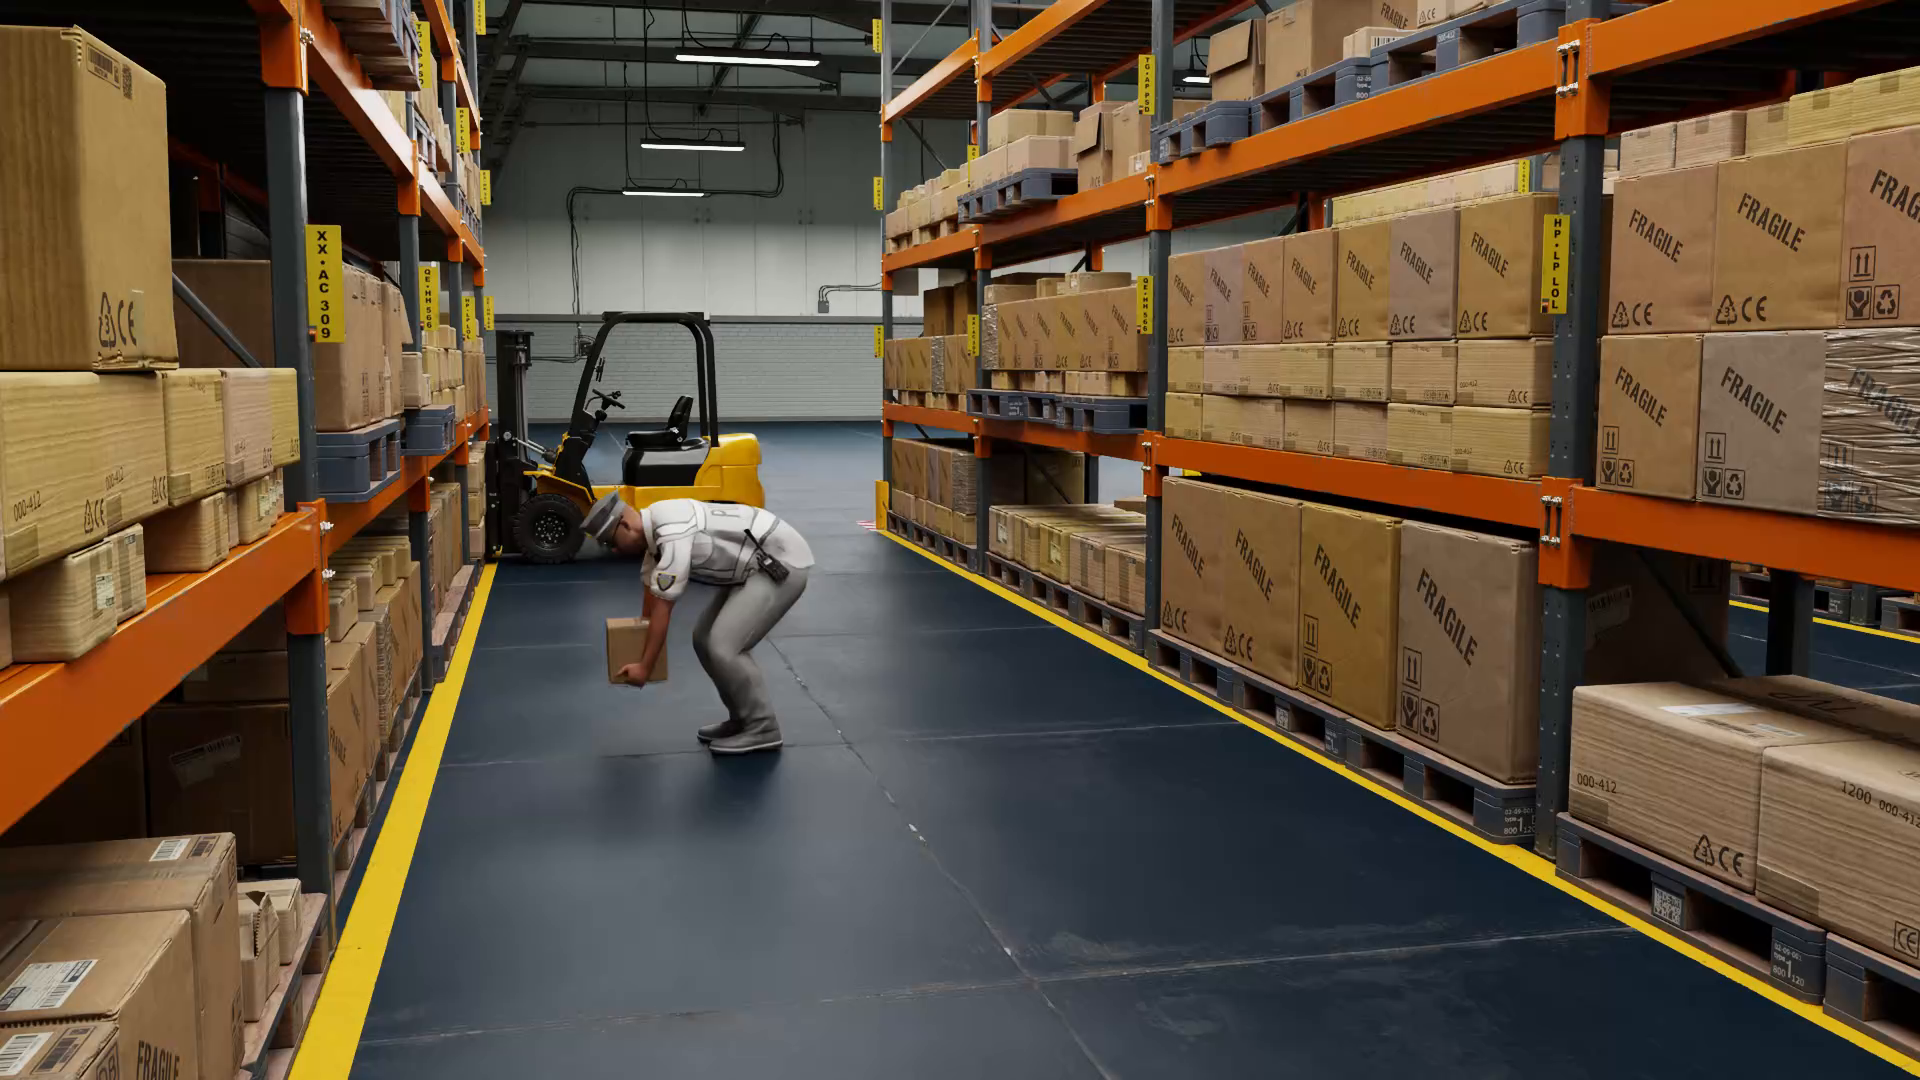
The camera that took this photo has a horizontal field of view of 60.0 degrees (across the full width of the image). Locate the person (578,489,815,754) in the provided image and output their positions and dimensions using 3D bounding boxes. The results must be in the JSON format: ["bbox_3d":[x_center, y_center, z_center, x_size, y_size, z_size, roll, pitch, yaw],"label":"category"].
[{"bbox_3d":[-1.165,0.350,7.393,1.029,1.171,0.516,-2,6,-16],"label":"person"}]
